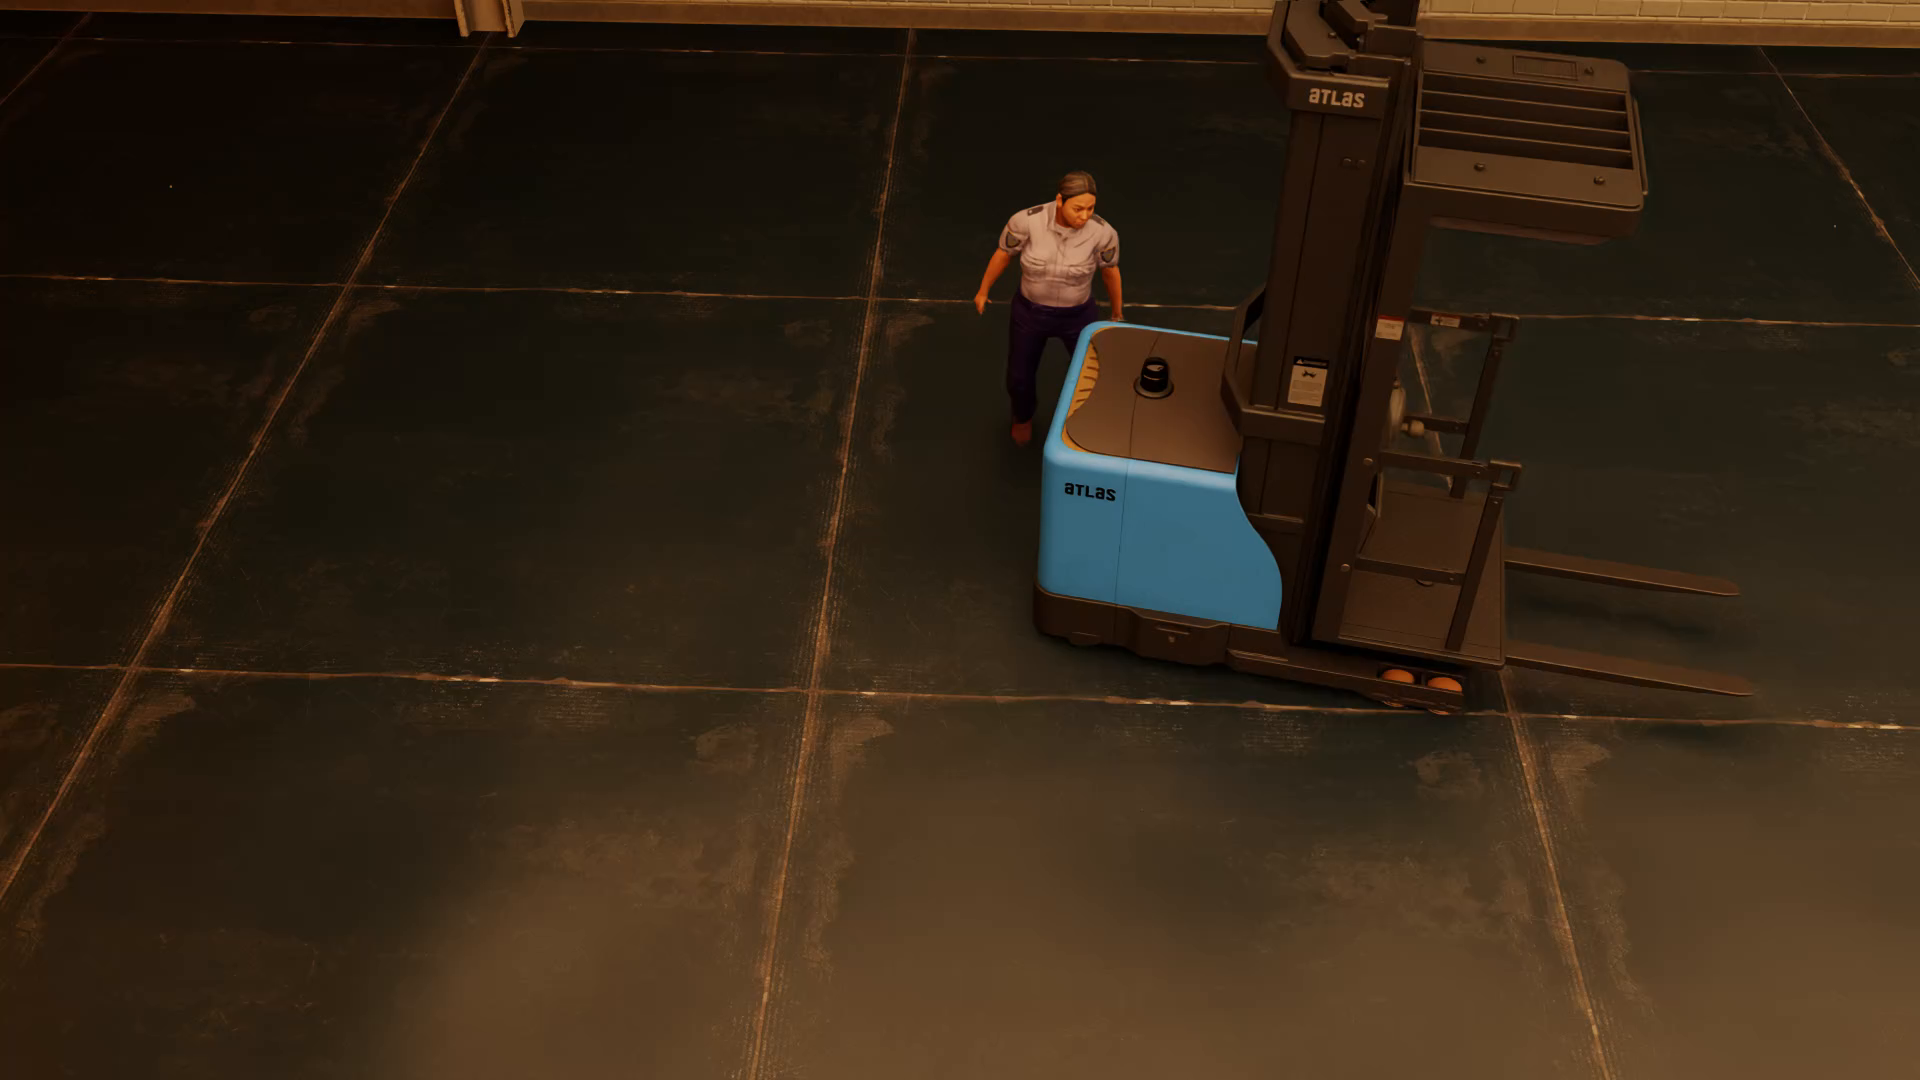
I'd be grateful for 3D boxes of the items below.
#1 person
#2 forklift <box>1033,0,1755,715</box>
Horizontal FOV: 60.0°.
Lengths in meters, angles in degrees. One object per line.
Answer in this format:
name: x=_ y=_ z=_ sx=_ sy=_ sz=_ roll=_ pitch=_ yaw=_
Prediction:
person: x=0.478 y=-1.084 z=7.948 sx=0.836 sy=1.629 sz=0.422 roll=6 pitch=43 yaw=7
forklift: x=1.898 y=-0.734 z=6.546 sx=3.031 sy=2.935 sz=1.130 roll=9 pitch=43 yaw=10
